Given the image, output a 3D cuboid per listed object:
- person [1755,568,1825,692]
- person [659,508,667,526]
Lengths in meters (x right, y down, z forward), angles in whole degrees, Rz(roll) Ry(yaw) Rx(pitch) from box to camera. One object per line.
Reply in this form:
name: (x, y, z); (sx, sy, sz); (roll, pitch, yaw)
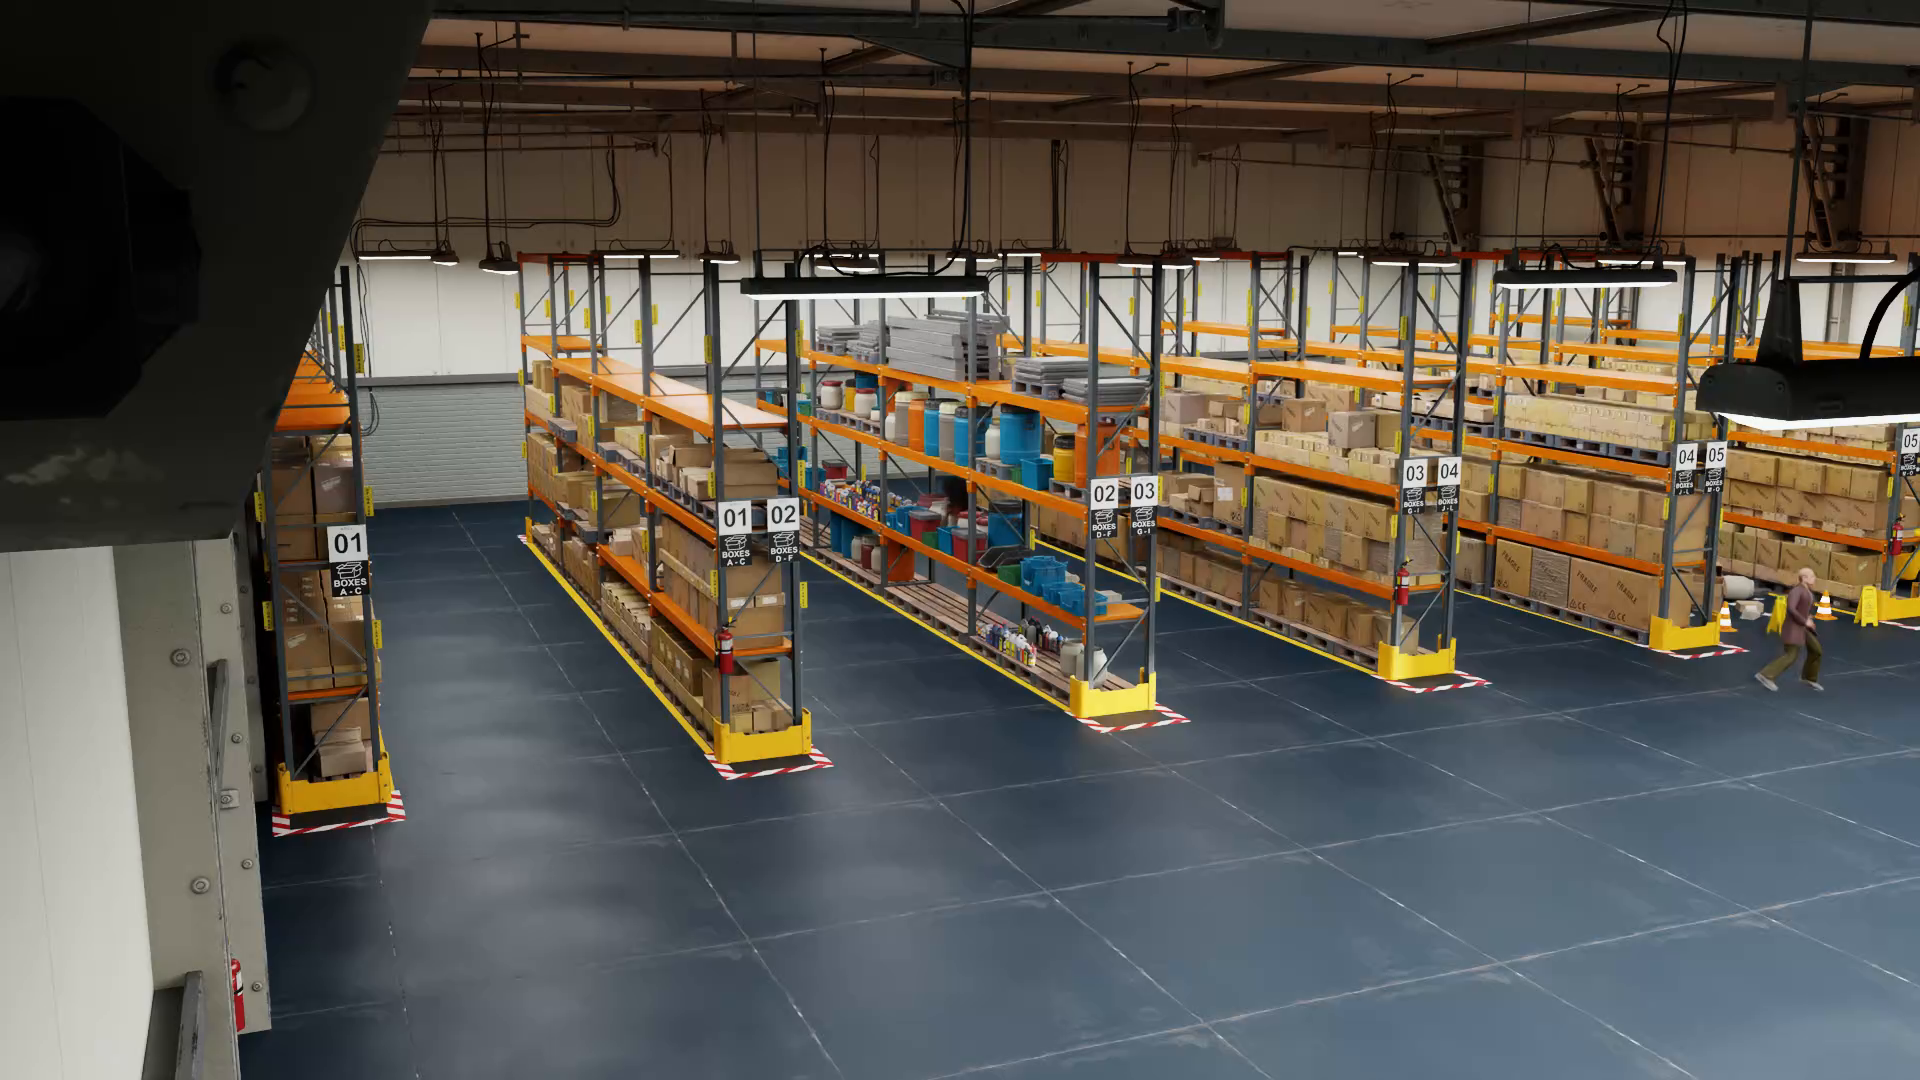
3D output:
person: (11.721, 1.273, 23.328); (0.832, 1.778, 0.937); (7, 13, 34)
person: (-5.966, -0.705, 33.811); (0.662, 1.760, 0.949); (-7, 12, -32)
